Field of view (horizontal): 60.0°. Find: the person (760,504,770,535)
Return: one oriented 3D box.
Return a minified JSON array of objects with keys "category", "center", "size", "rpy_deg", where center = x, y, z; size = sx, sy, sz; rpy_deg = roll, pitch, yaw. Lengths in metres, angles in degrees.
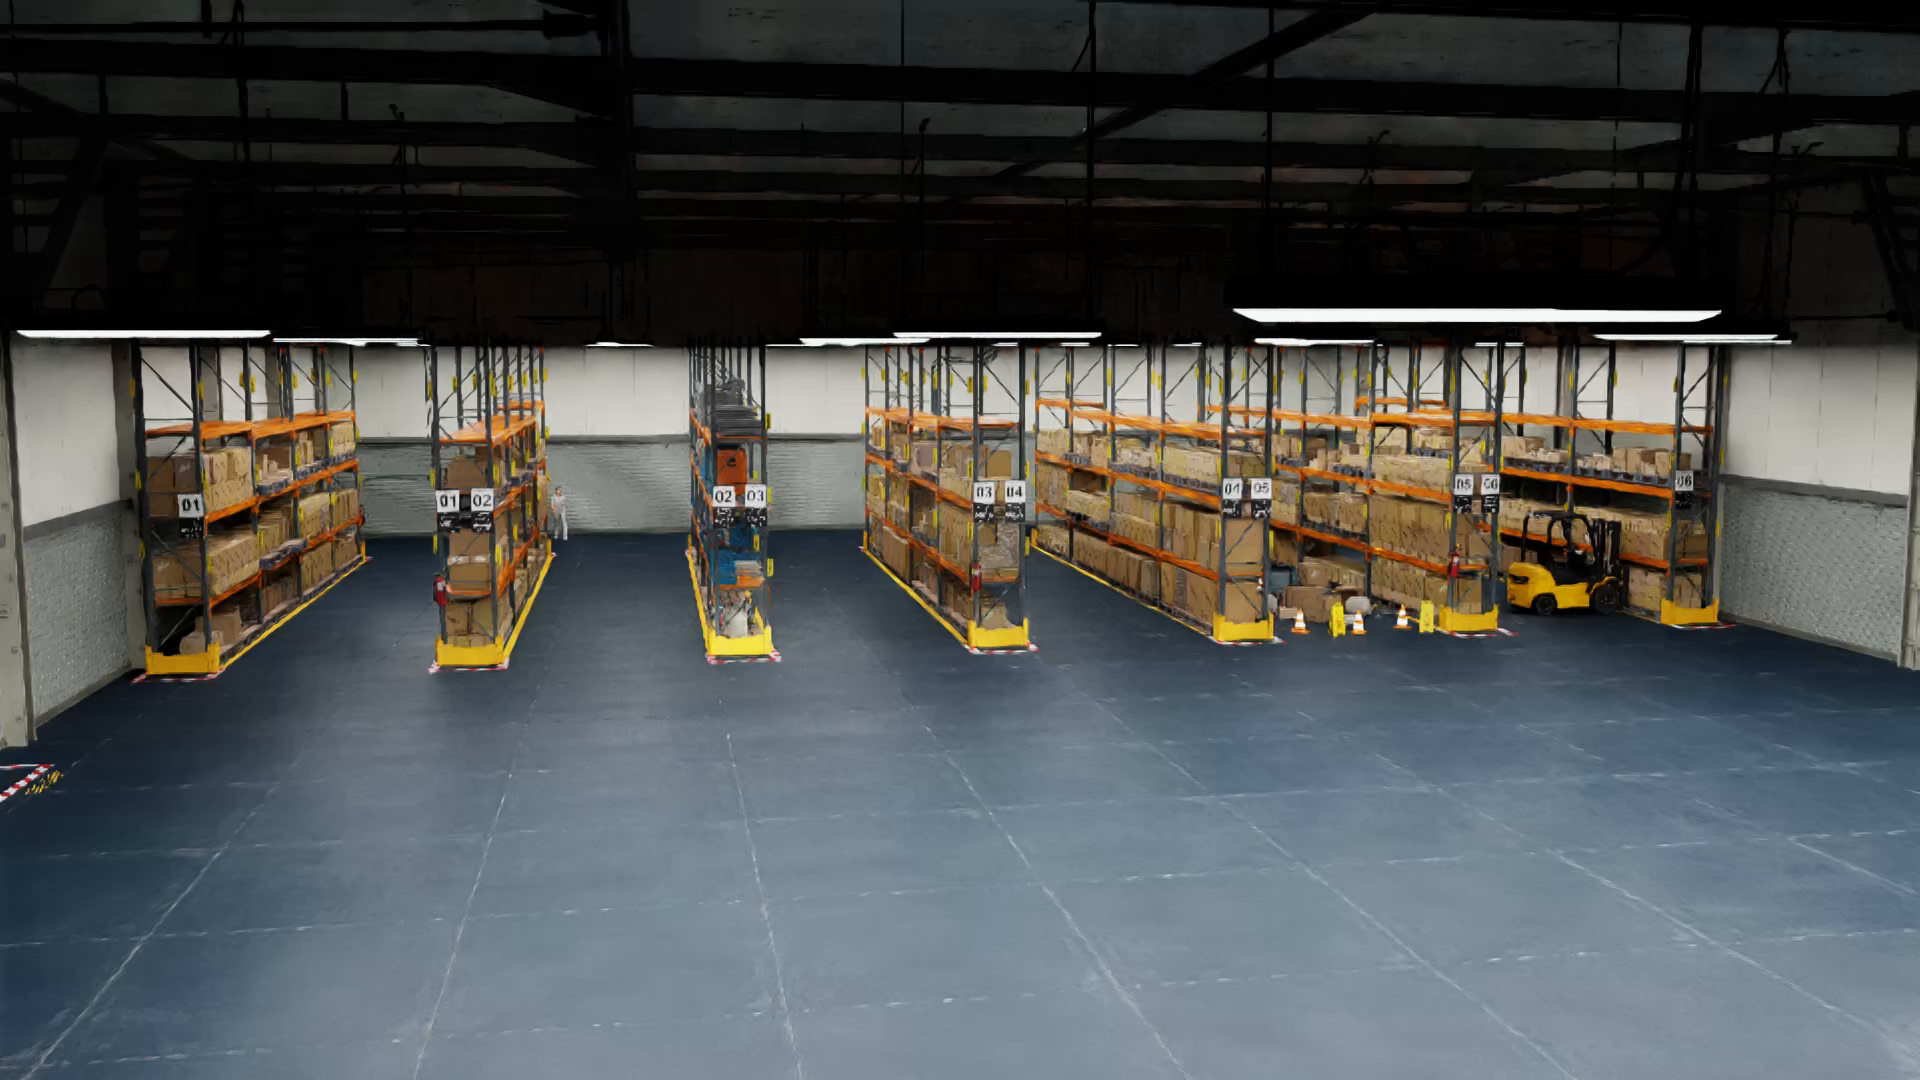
[{"category":"person","center":[-6.104,-1.005,51.237],"size":[0.653,1.796,0.479],"rpy_deg":[6,9,42]}]

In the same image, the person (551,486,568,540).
[{"category":"person","center":[-12.076,-0.824,50.085],"size":[0.444,1.604,1.016],"rpy_deg":[-2,7,-19]}]

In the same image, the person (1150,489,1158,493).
[{"category":"person","center":[5.616,-0.642,48.301],"size":[0.563,1.663,0.667],"rpy_deg":[-1,7,-8]}]

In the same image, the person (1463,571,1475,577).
[{"category":"person","center":[12.217,0.328,40.150],"size":[0.522,1.580,0.523],"rpy_deg":[2,7,17]}]
